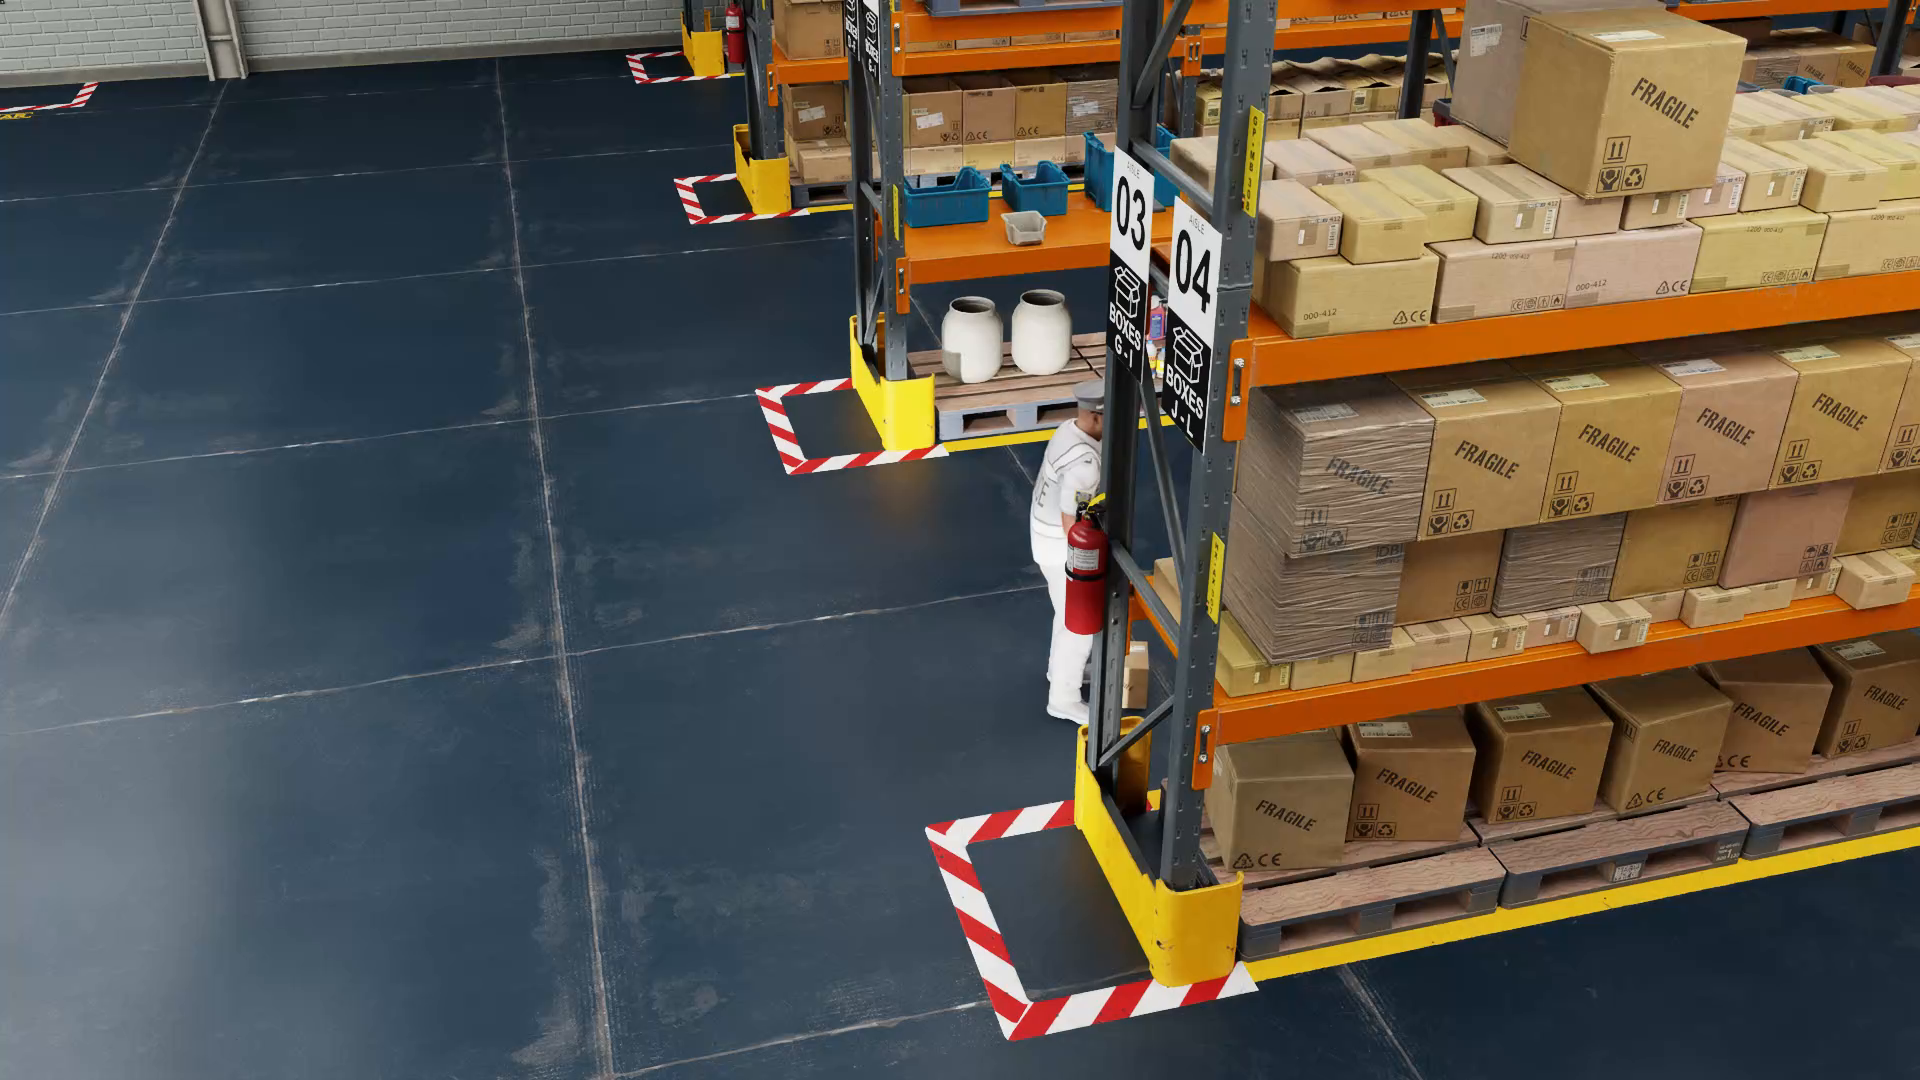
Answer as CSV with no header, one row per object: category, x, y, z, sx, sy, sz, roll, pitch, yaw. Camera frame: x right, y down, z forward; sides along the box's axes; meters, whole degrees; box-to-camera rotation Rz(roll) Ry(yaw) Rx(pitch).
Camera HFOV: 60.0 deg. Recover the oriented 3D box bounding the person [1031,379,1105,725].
person,0.564,0.033,8.175,0.435,1.748,0.593,1,30,2
